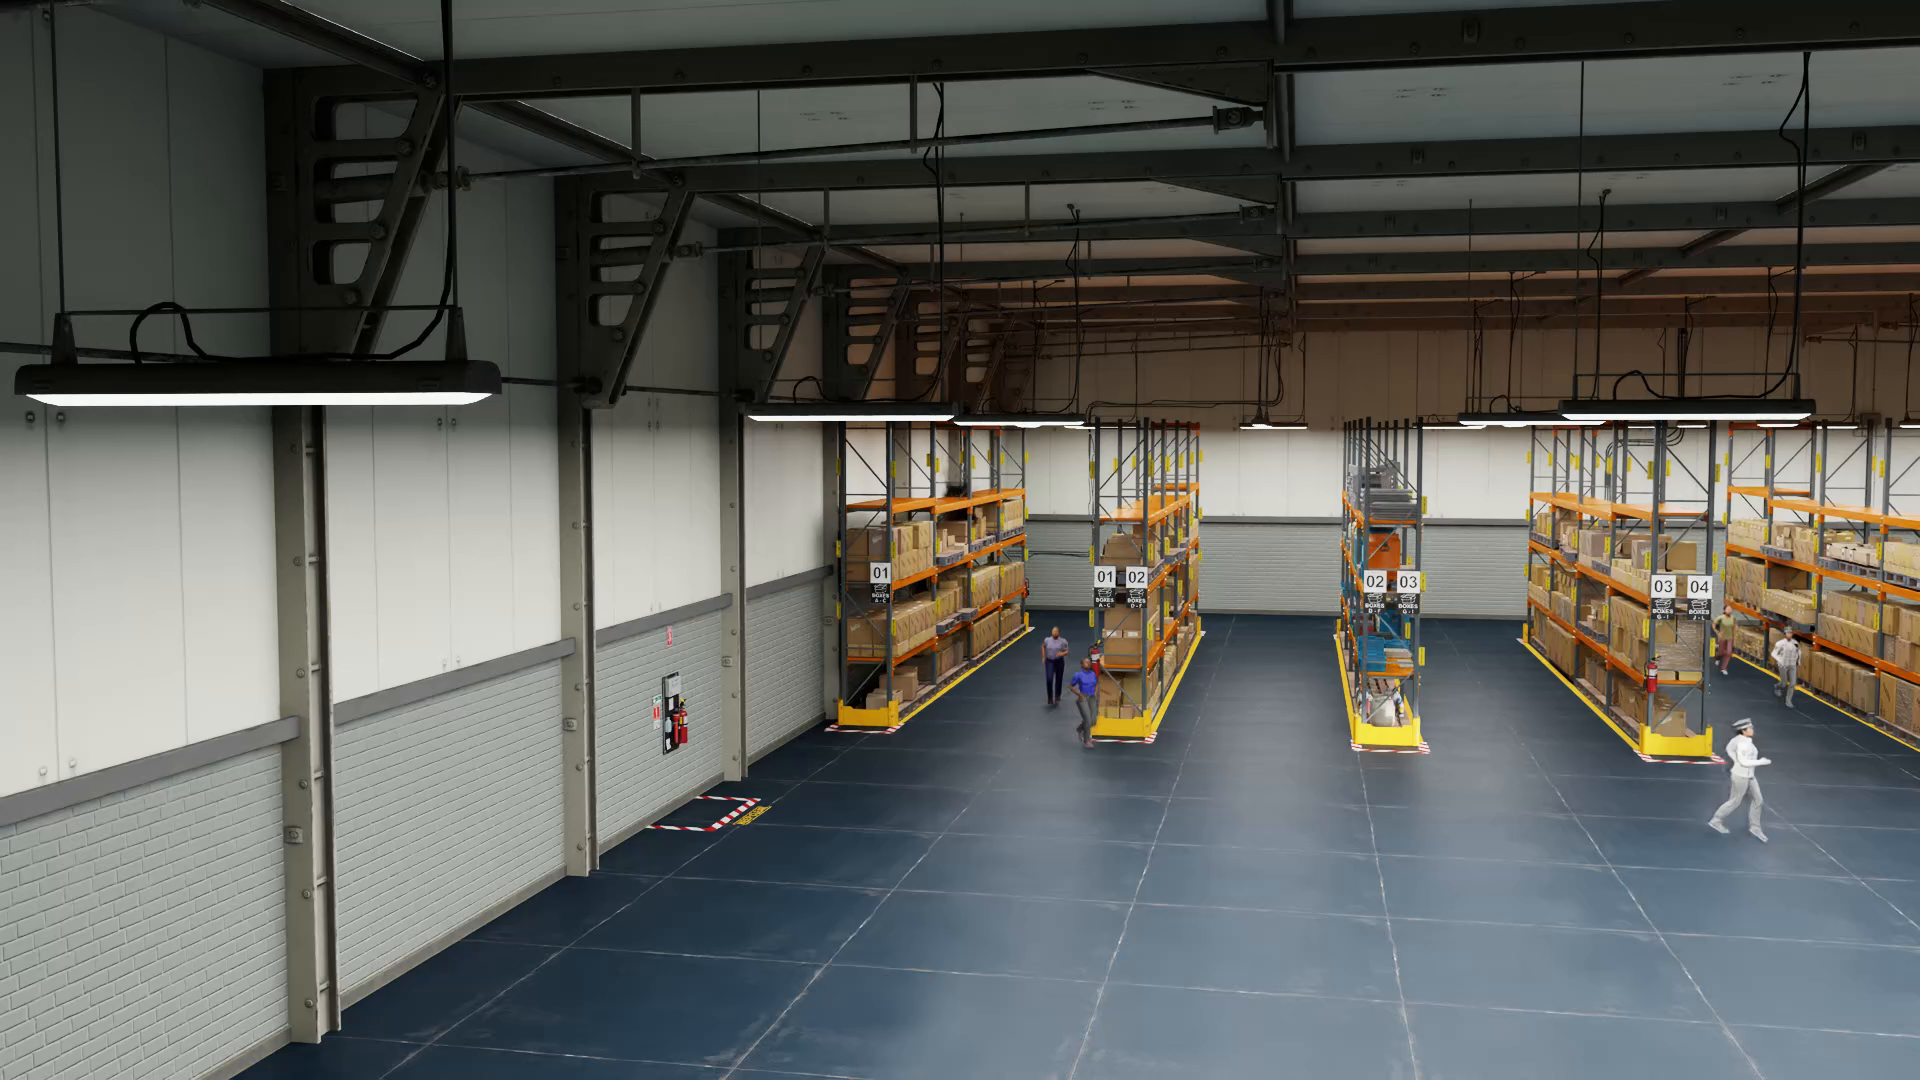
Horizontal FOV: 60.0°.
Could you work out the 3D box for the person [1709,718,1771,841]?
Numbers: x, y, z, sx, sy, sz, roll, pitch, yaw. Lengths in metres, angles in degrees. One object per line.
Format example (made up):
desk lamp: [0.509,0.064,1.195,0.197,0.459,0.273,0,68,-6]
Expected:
person: [10.974,3.361,23.383,0.777,1.753,0.598,2,4,33]

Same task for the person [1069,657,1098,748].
person: [2.287,2.966,30.419,0.603,1.648,0.599,-2,4,-33]

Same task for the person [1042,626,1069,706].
person: [1.997,2.646,34.922,0.570,1.688,0.796,0,4,3]

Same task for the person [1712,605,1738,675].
person: [18.216,2.348,39.585,0.603,1.644,0.735,0,4,4]

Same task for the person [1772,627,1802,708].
person: [17.350,2.641,34.872,0.617,1.682,0.747,0,4,7]
